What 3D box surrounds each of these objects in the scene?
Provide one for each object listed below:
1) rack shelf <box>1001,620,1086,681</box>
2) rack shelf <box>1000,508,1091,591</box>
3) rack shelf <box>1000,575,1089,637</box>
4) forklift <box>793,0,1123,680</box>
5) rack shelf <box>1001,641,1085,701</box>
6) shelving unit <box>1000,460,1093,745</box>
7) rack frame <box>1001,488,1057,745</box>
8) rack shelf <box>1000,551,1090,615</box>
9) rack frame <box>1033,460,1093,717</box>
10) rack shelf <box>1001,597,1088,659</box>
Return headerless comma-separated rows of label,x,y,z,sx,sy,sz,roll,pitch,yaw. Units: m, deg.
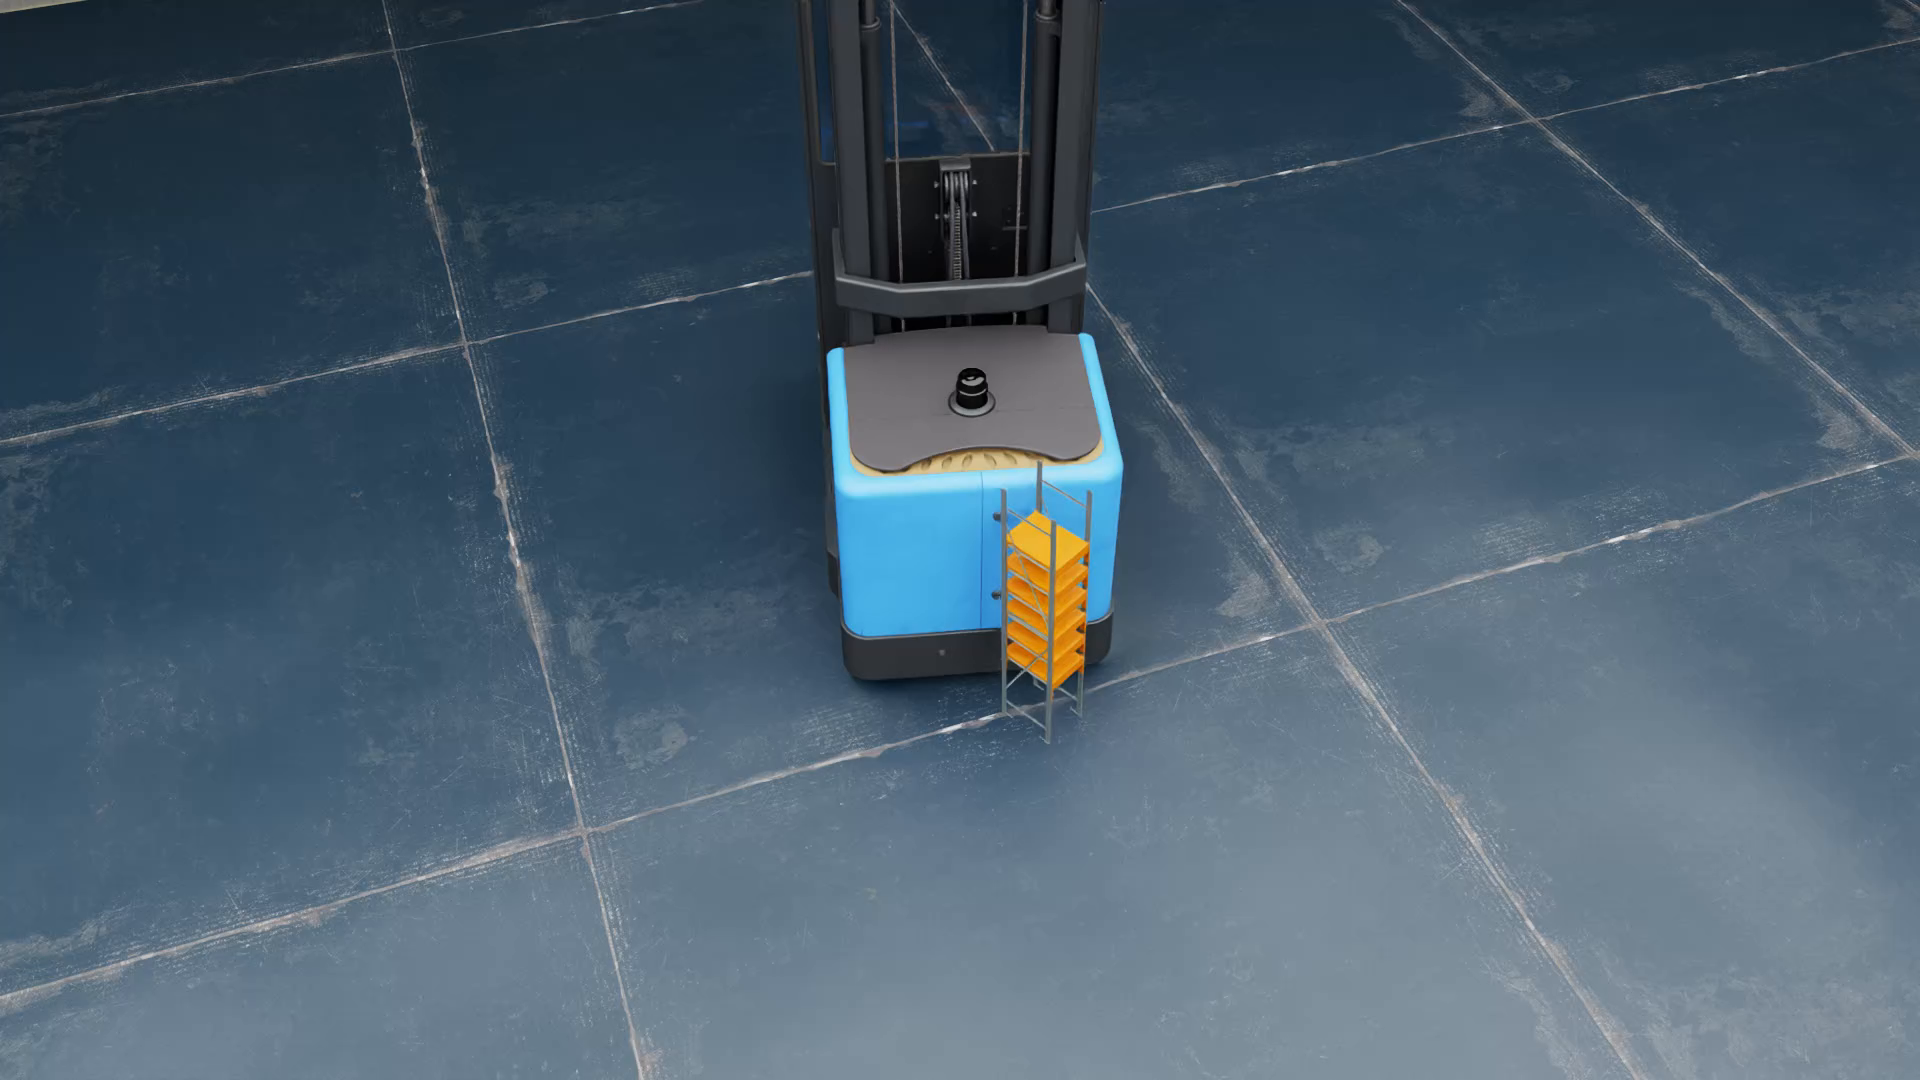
rack shelf,0.304,0.366,6.076,0.258,0.103,0.180,33,55,29
rack shelf,0.294,0.032,5.731,0.258,0.103,0.180,33,55,29
rack shelf,0.299,0.199,5.903,0.258,0.103,0.180,33,55,29
forklift,-0.062,-1.538,6.522,1.130,2.935,3.031,-4,45,-4
rack shelf,0.307,0.449,6.162,0.258,0.103,0.180,33,55,29
shelving unit,0.301,0.252,5.957,0.258,1.200,0.189,33,55,29
rack frame,0.239,0.301,5.912,0.240,1.200,0.006,33,55,29
rack shelf,0.297,0.116,5.817,0.258,0.103,0.180,33,55,29
rack frame,0.363,0.202,6.003,0.240,1.200,0.006,33,55,29
rack shelf,0.302,0.282,5.989,0.258,0.103,0.180,33,55,29
